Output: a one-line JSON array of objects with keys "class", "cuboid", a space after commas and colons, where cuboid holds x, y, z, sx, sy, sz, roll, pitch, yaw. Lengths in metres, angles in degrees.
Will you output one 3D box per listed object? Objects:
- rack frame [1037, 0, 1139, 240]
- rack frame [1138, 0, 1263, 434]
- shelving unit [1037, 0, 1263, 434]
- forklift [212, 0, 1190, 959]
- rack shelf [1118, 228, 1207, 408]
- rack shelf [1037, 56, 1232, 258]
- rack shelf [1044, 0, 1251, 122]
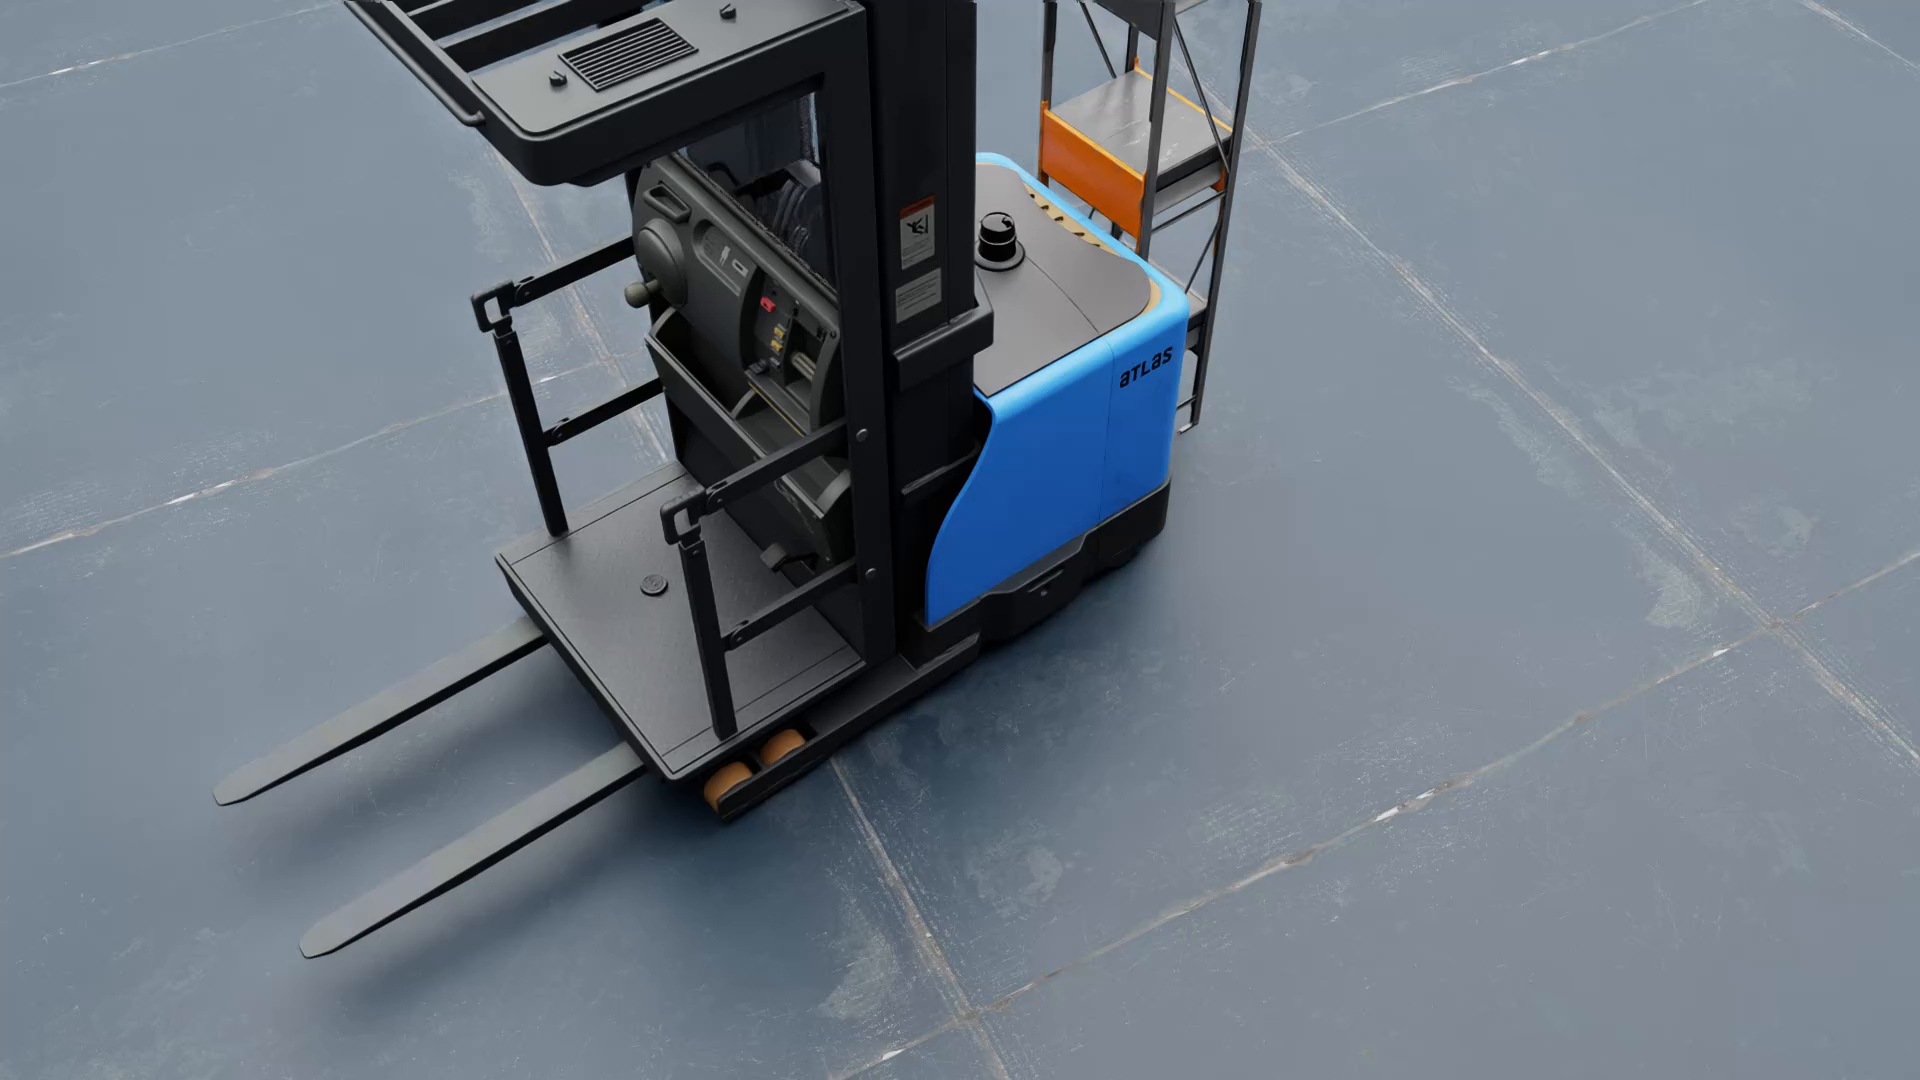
[{"class": "rack frame", "cuboid": [0.414, -1.318, 5.508, 0.400, 2.100, 0.015, -31, 56, -24]}, {"class": "rack frame", "cuboid": [0.719, -1.032, 5.257, 0.400, 2.100, 0.015, -31, 56, -24]}, {"class": "shelving unit", "cuboid": [0.566, -1.175, 5.383, 0.431, 2.100, 0.503, -31, 56, -24]}, {"class": "forklift", "cuboid": [-0.768, -0.589, 4.318, 3.031, 2.935, 1.130, -30, 55, -24]}, {"class": "rack shelf", "cuboid": [0.566, -0.705, 5.920, 0.431, 0.518, 0.480, -31, 56, -24]}, {"class": "rack shelf", "cuboid": [0.566, -1.166, 5.393, 0.431, 0.518, 0.480, -31, 56, -24]}, {"class": "rack shelf", "cuboid": [0.566, -1.627, 4.866, 0.431, 0.518, 0.480, -31, 56, -24]}]
